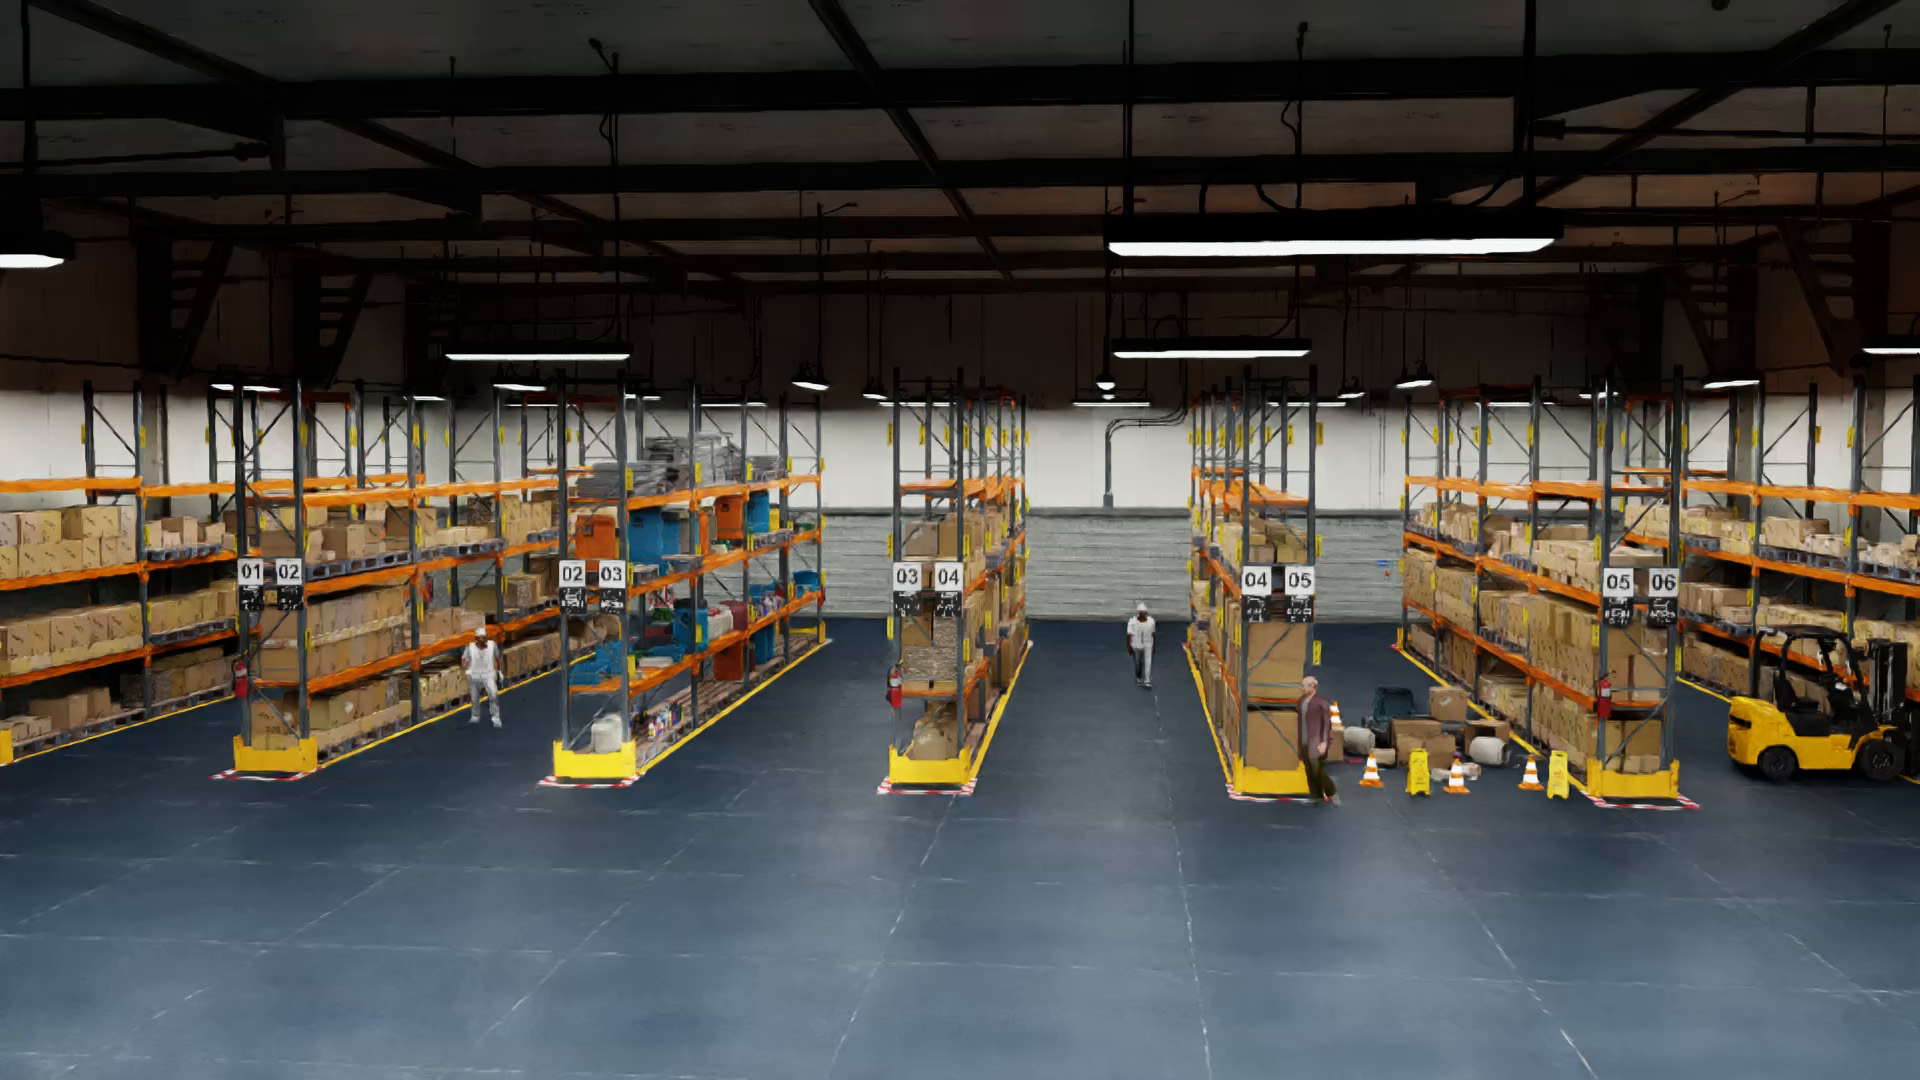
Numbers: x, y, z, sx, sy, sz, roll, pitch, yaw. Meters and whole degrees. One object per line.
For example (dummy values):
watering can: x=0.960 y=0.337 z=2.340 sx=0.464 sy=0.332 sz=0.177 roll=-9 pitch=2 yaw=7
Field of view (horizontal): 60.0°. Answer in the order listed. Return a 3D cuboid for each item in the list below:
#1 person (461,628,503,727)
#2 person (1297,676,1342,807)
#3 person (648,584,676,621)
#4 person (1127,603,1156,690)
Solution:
person: x=-8.242 y=2.354 z=28.708 sx=0.692 sy=1.723 sz=0.846 roll=-1 pitch=4 yaw=-11
person: x=4.799 y=2.771 z=22.393 sx=0.528 sy=1.656 sz=0.747 roll=-2 pitch=4 yaw=-32
person: x=-7.217 y=1.640 z=40.256 sx=0.677 sy=1.742 sz=0.547 roll=0 pitch=4 yaw=3
person: x=3.608 y=2.093 z=33.064 sx=0.577 sy=1.691 sz=1.121 roll=0 pitch=4 yaw=8
